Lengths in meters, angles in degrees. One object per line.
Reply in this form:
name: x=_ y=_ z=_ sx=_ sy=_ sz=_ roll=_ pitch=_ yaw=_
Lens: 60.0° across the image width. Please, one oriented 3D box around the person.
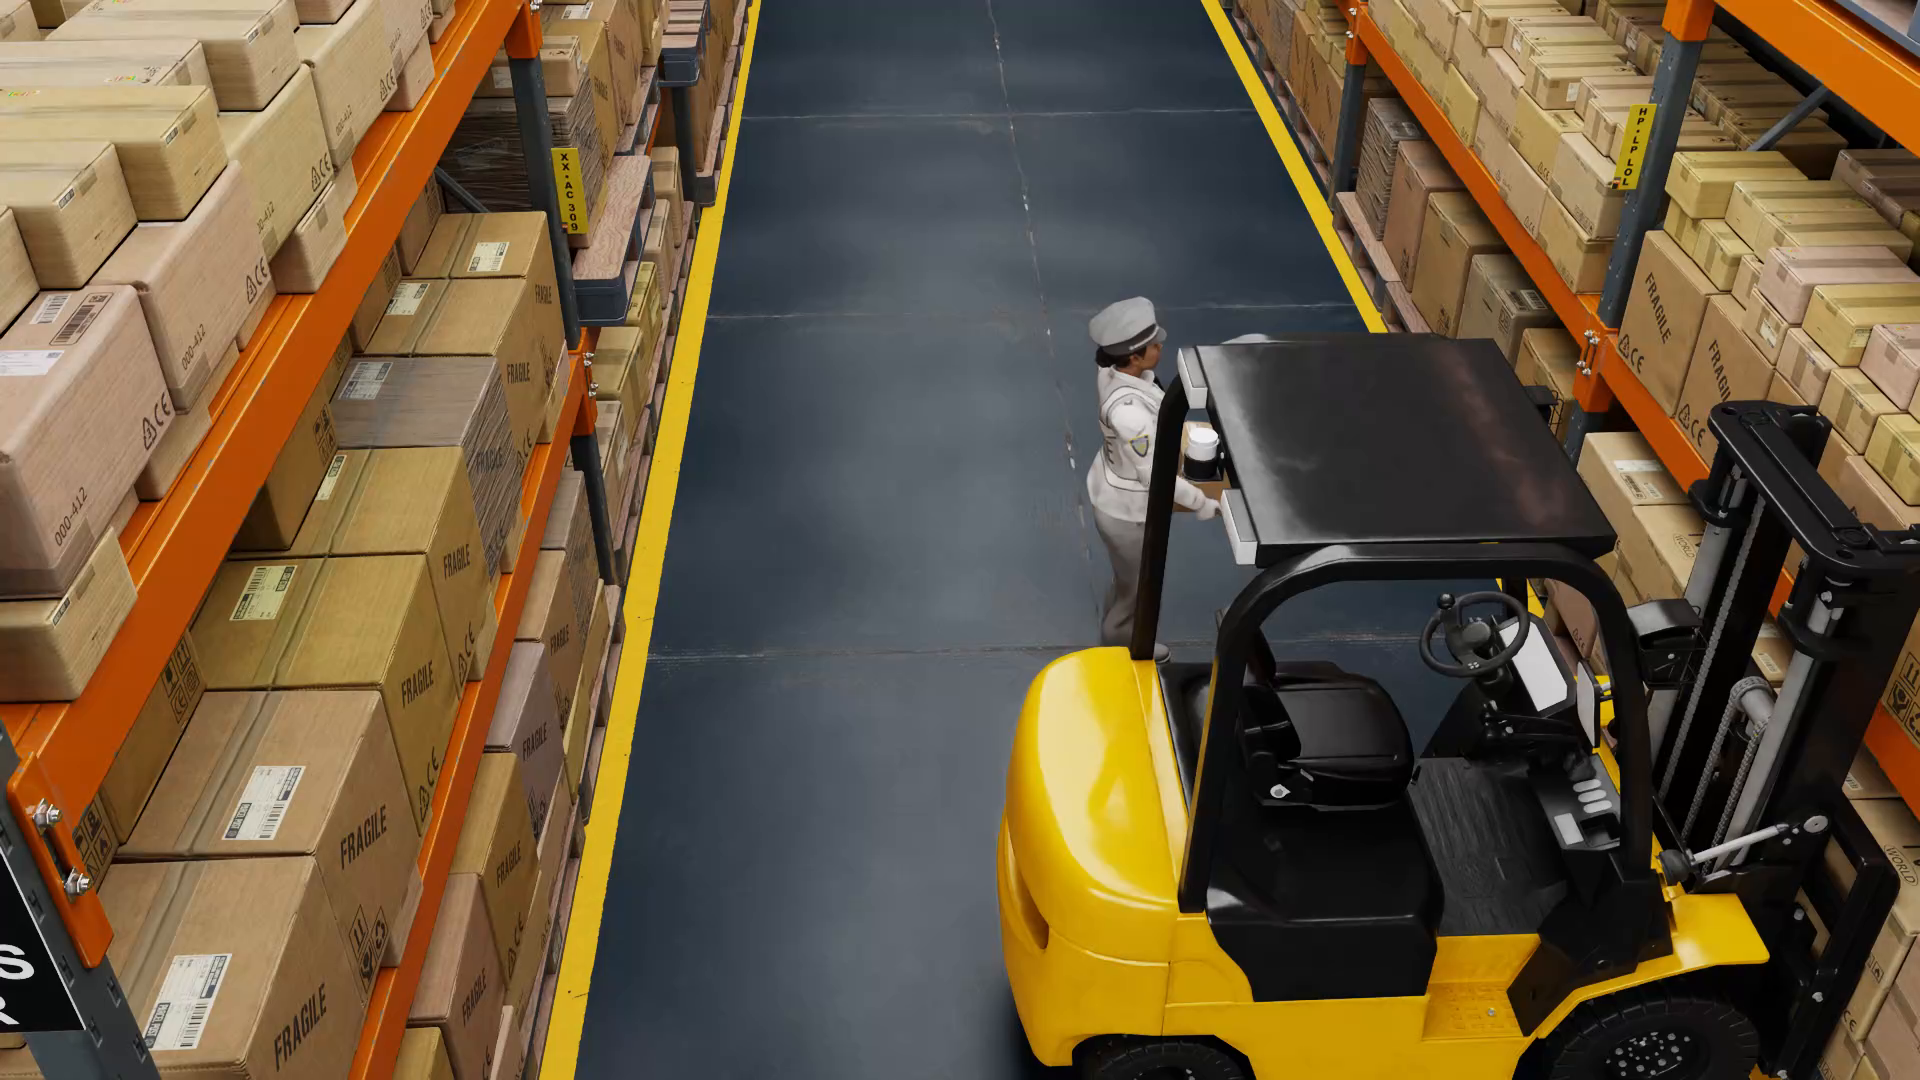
person: x=0.724 y=-0.137 z=6.319 sx=0.532 sy=1.690 sz=0.459 roll=-1 pitch=35 yaw=-2
